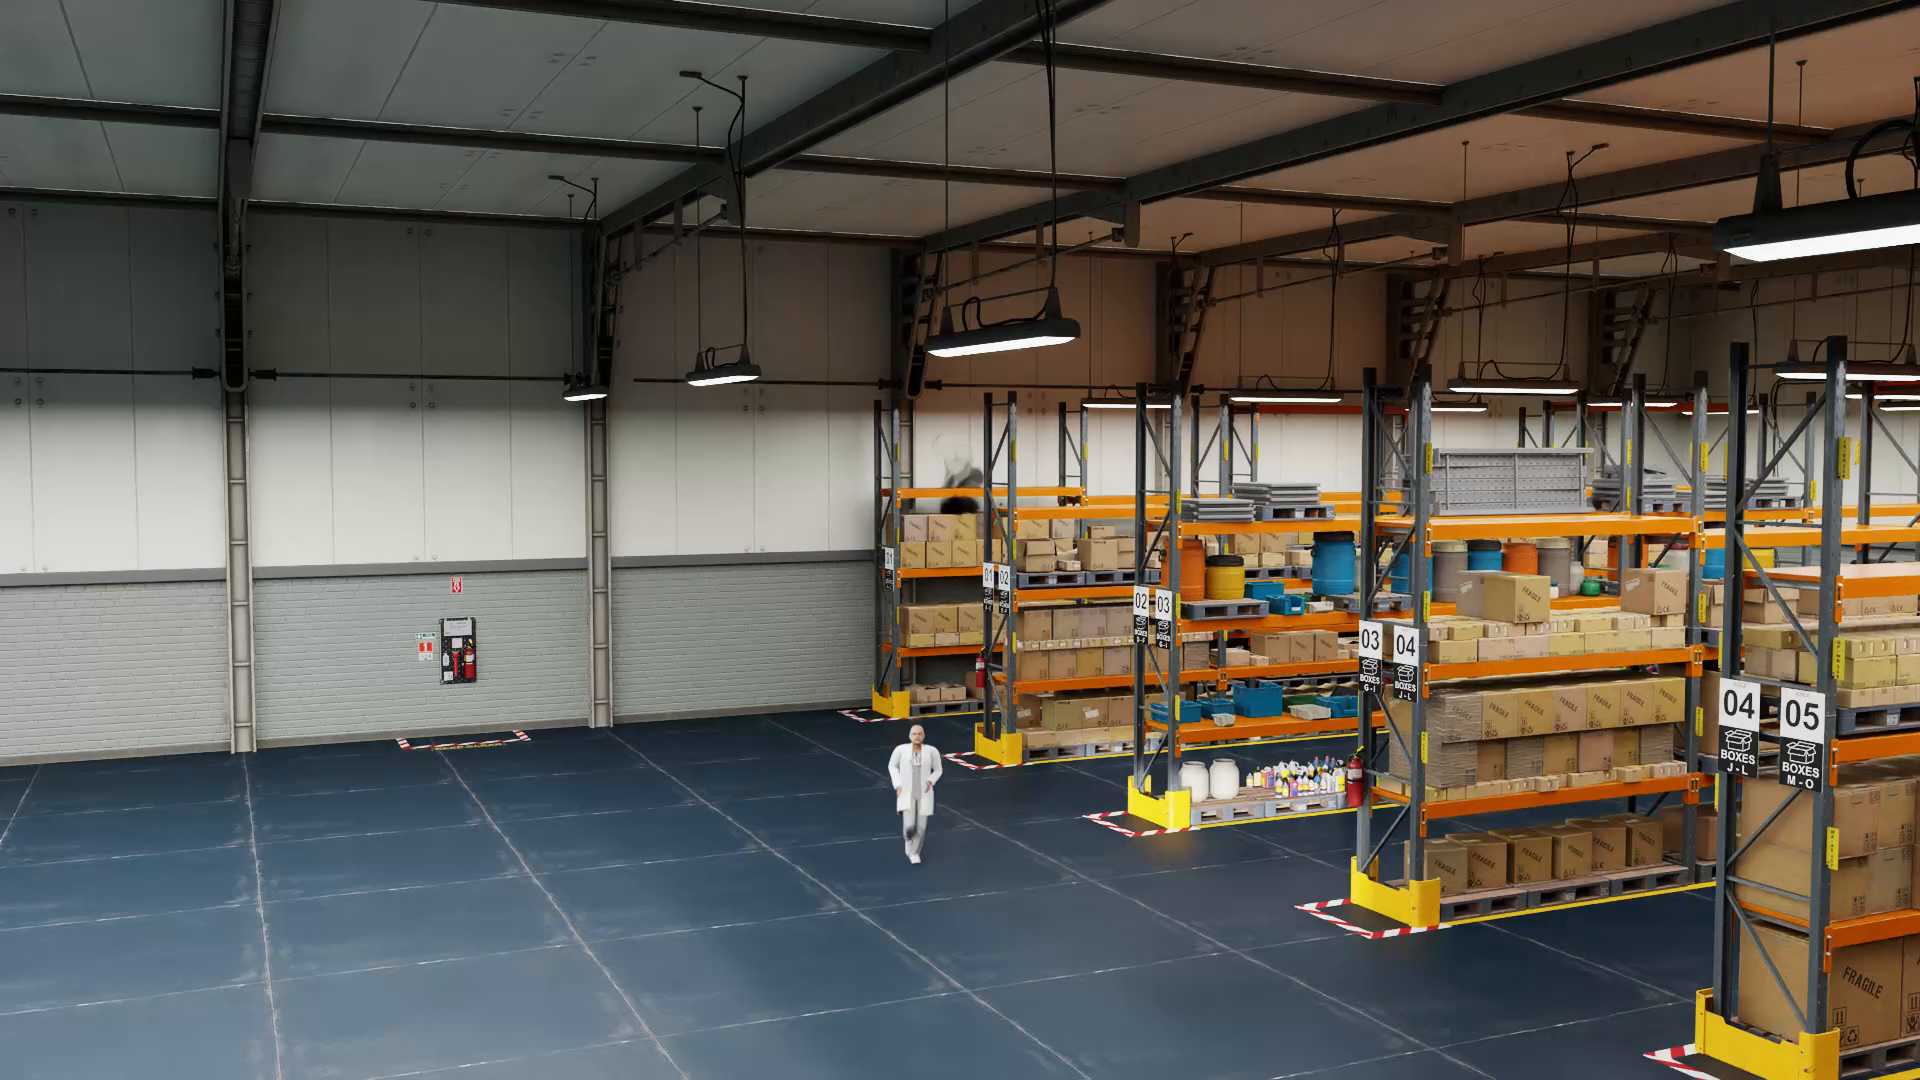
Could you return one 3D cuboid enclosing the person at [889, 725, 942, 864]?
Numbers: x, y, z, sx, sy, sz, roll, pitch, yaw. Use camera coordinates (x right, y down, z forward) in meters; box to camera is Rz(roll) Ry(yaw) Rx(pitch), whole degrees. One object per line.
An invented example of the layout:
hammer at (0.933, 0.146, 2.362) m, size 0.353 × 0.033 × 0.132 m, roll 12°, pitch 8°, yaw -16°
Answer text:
person at (-0.535, 3.119, 20.345) m, size 0.650 × 1.717 × 0.627 m, roll 0°, pitch 3°, yaw -7°
